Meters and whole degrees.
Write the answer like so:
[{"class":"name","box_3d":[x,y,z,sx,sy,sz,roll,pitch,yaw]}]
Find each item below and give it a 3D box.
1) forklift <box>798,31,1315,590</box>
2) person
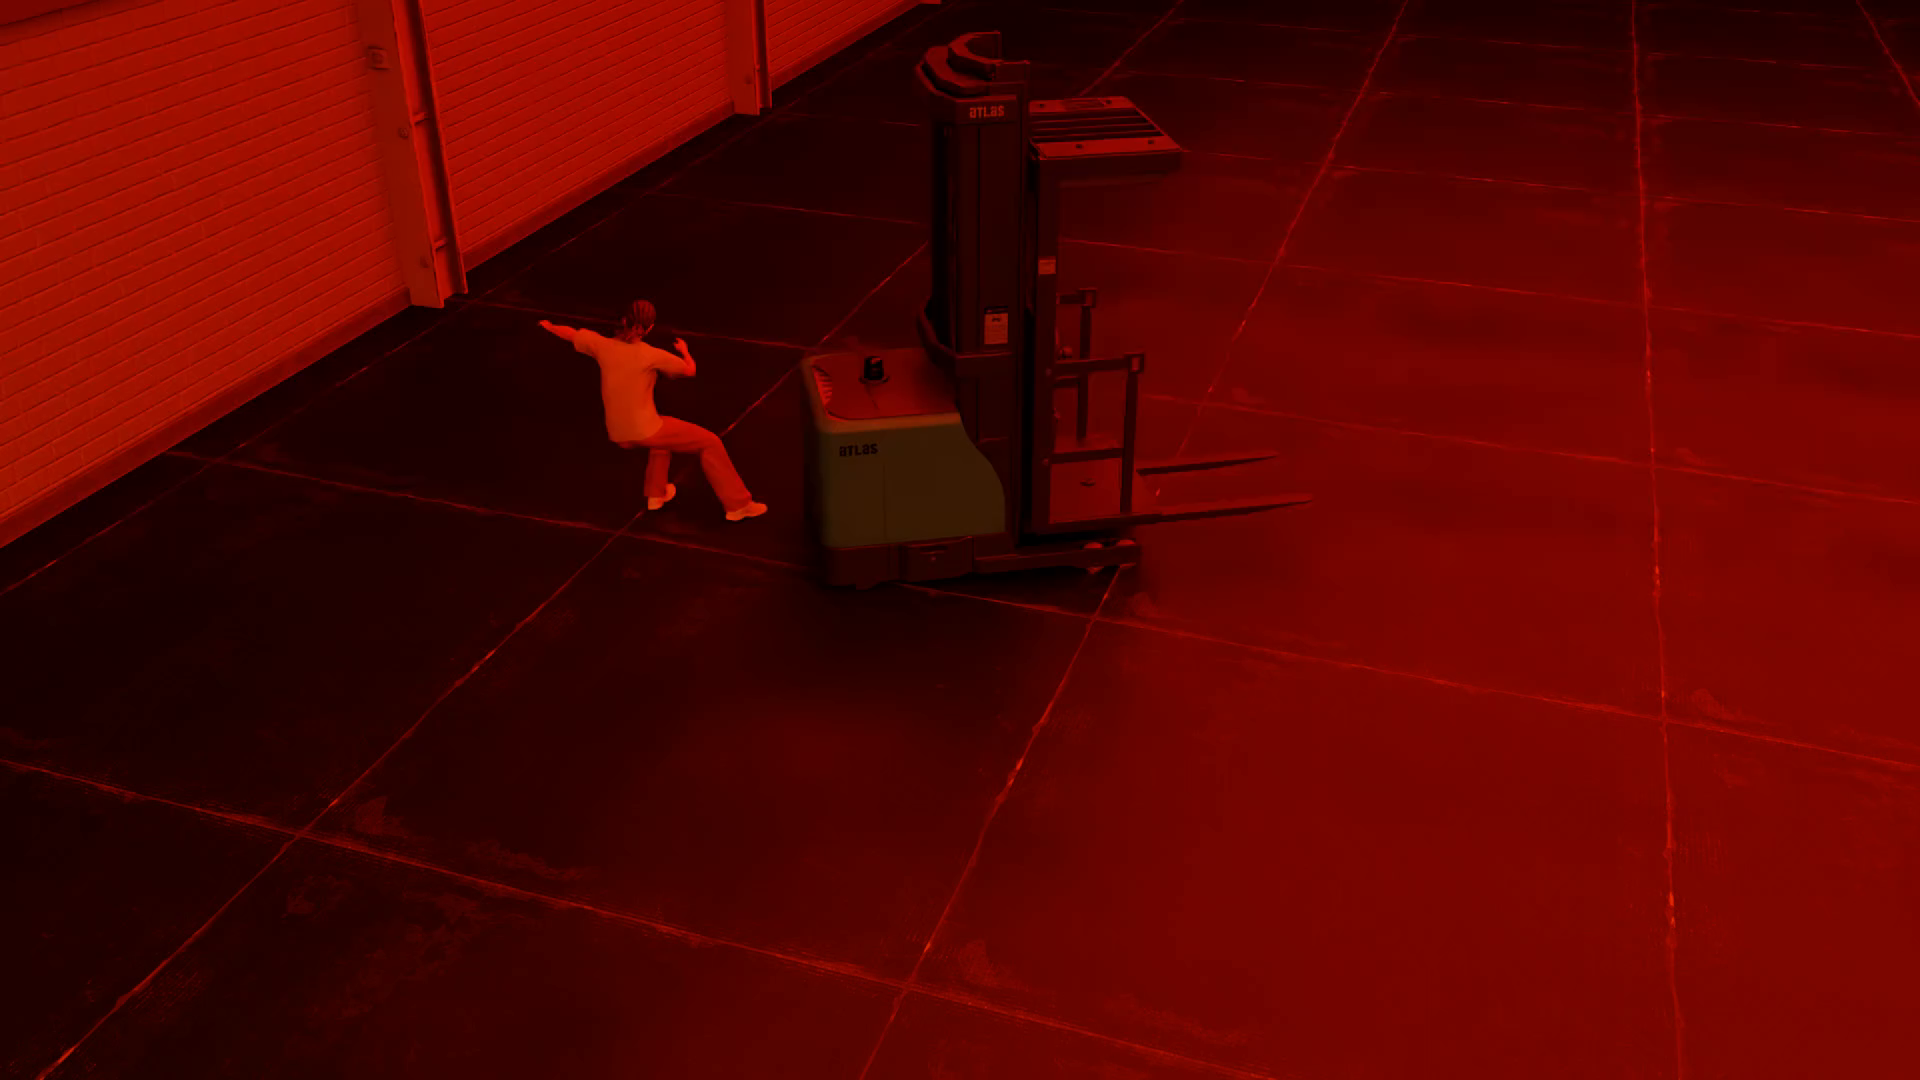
[{"class":"forklift","box_3d":[0.603,-1.341,9.489,3.031,2.935,1.130,-6,30,-10]},{"class":"person","box_3d":[-1.928,-0.816,10.130,1.429,1.396,0.707,8,31,14]}]
